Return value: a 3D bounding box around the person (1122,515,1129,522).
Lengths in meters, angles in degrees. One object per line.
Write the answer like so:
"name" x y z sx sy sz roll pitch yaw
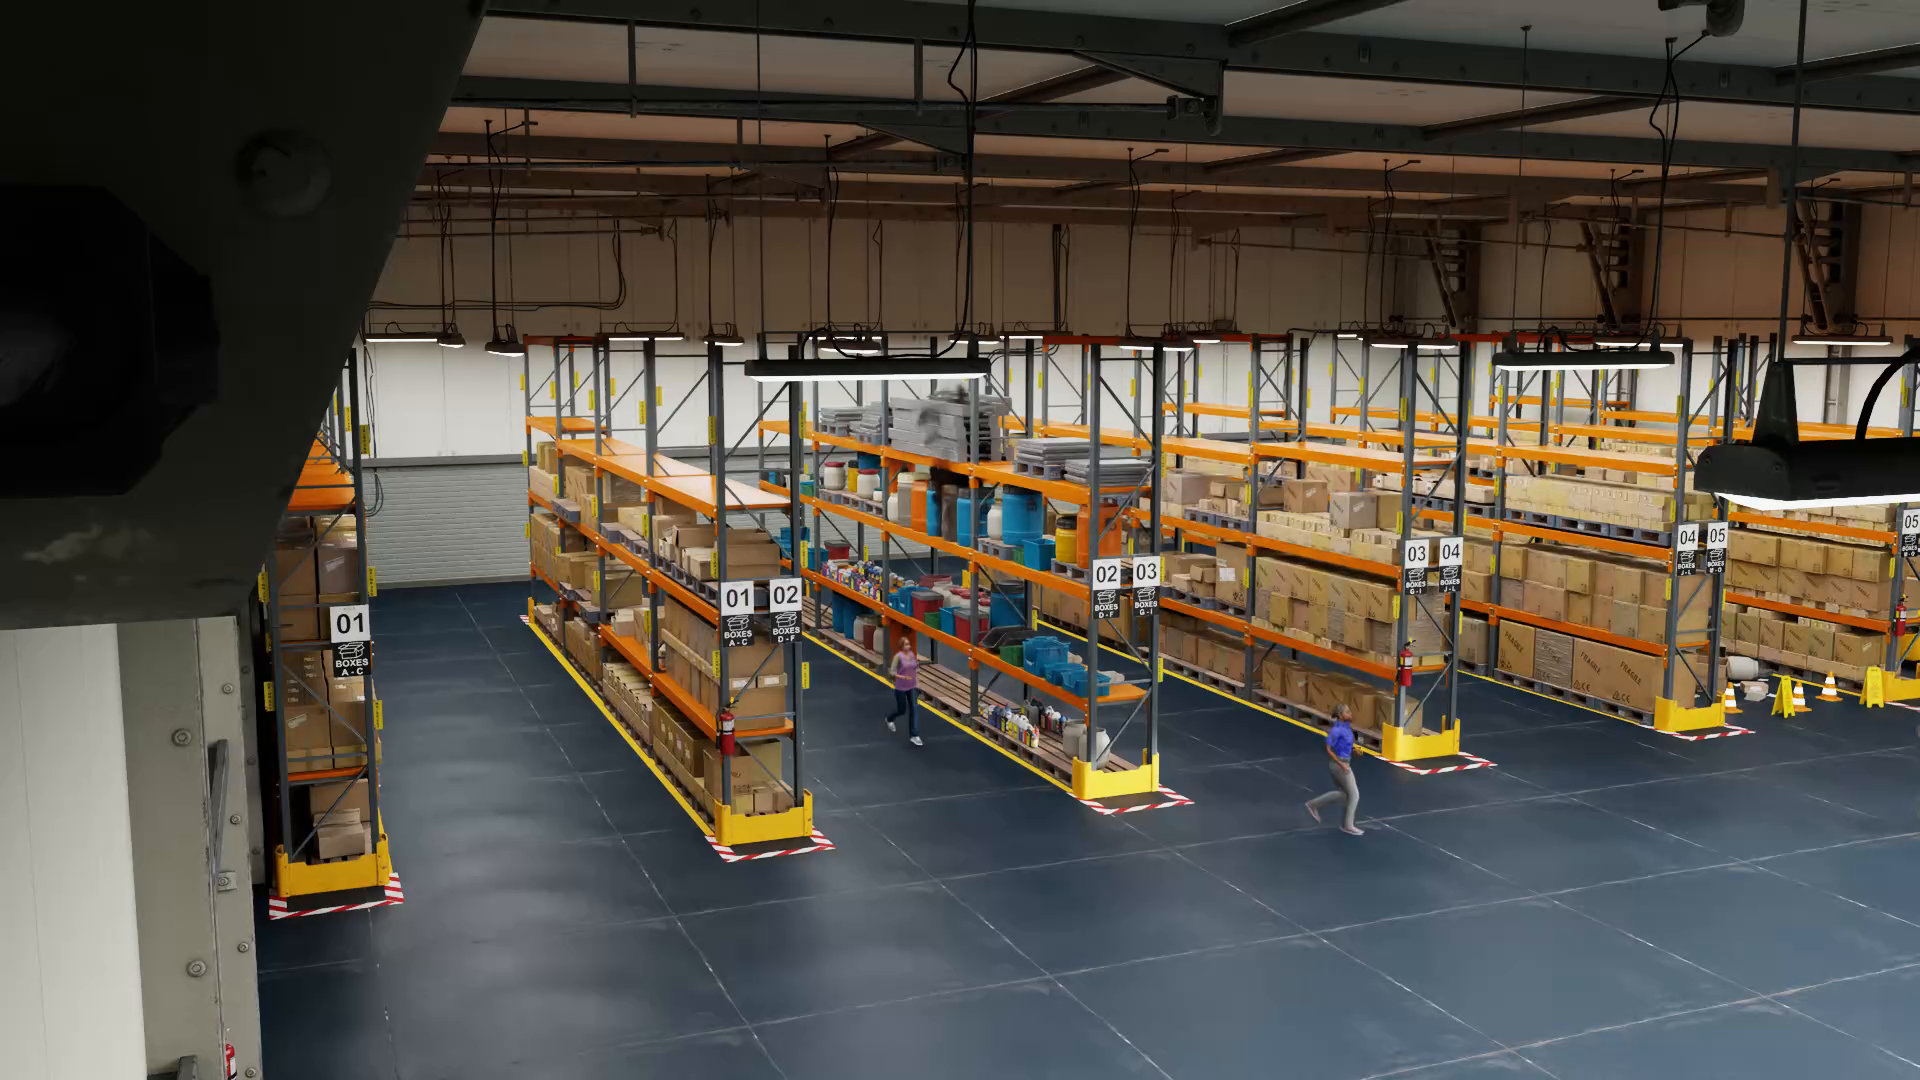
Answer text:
"person" 3.842 0.160 40.319 0.597 1.627 0.554 4 8 25

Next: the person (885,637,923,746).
"person" -0.831 2.230 24.906 0.540 1.593 0.872 -5 9 -36

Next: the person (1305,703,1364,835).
"person" 4.645 2.813 20.549 0.726 1.649 0.576 2 8 16
